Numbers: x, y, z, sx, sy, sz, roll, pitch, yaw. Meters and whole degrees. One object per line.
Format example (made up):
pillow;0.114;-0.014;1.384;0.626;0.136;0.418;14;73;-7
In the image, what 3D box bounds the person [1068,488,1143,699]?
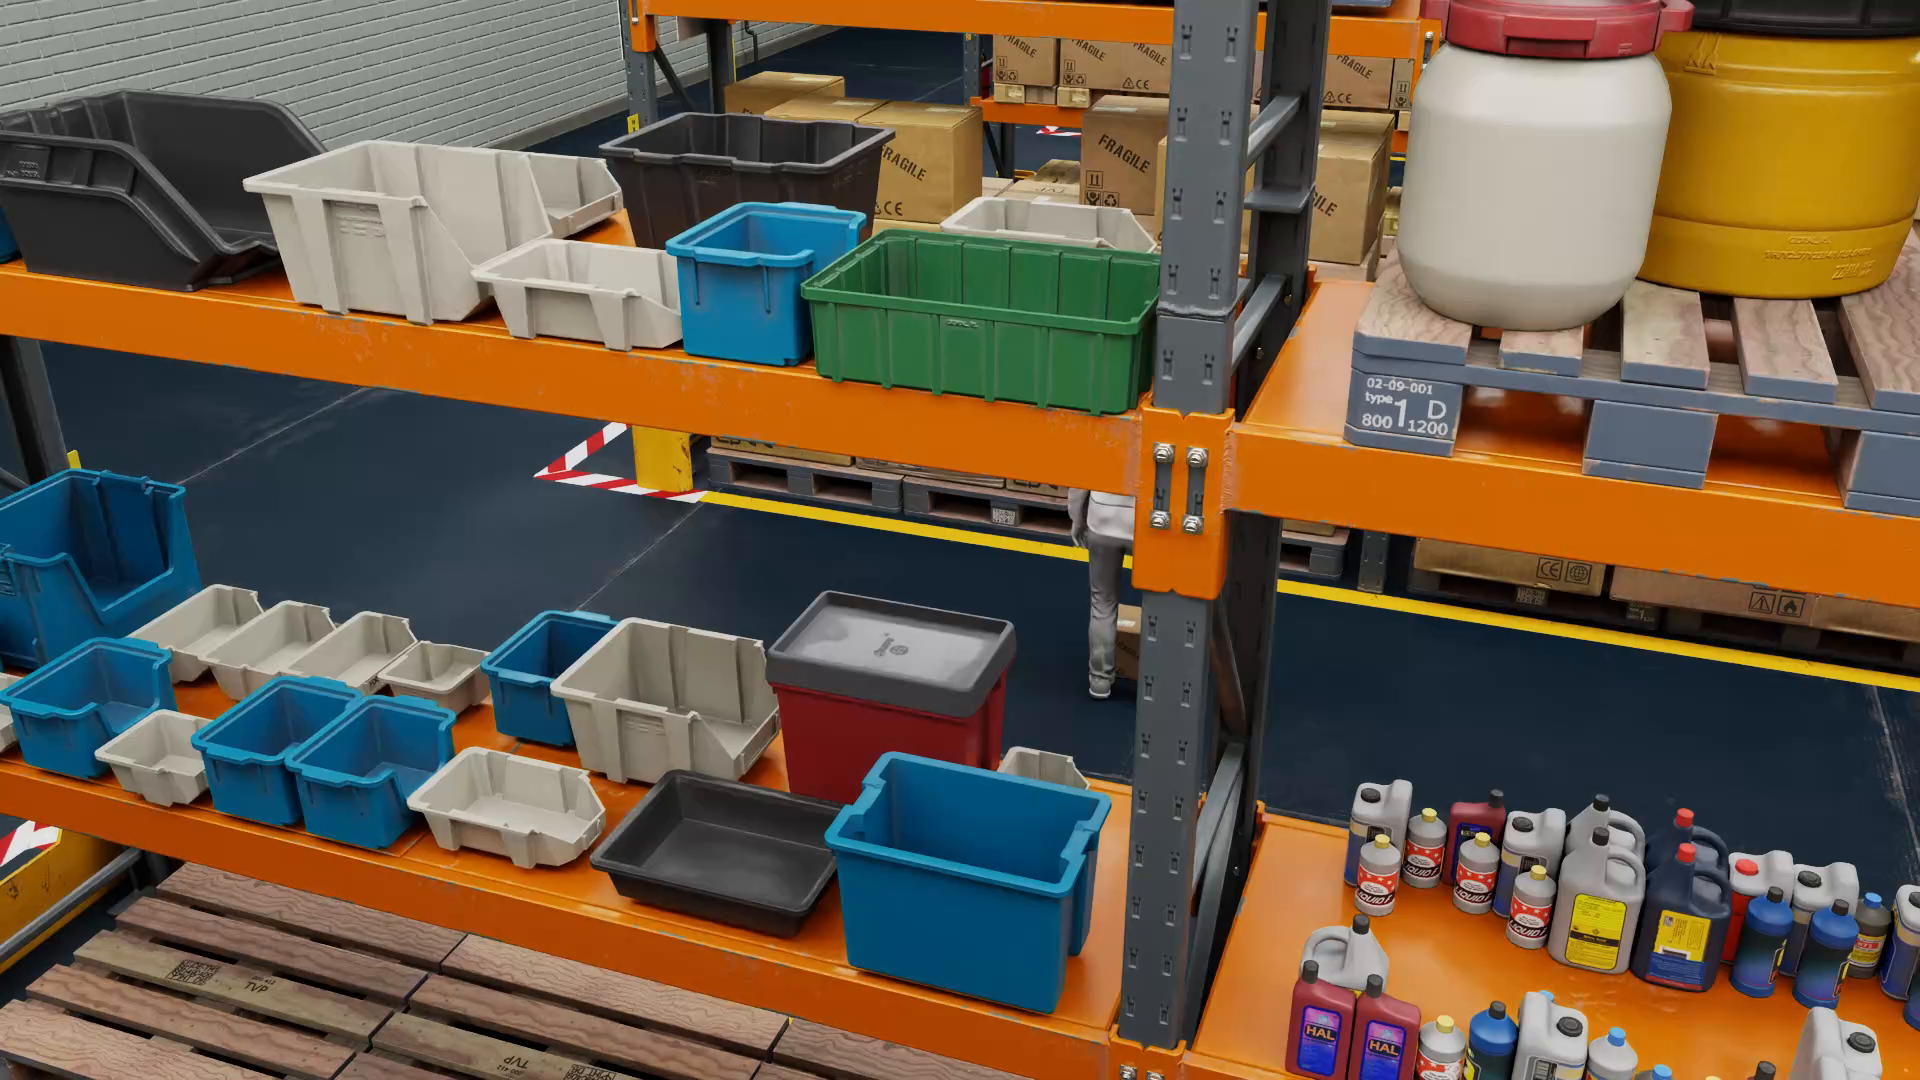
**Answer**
person;0.736;-0.058;7.224;0.547;1.666;0.371;7;27;15
